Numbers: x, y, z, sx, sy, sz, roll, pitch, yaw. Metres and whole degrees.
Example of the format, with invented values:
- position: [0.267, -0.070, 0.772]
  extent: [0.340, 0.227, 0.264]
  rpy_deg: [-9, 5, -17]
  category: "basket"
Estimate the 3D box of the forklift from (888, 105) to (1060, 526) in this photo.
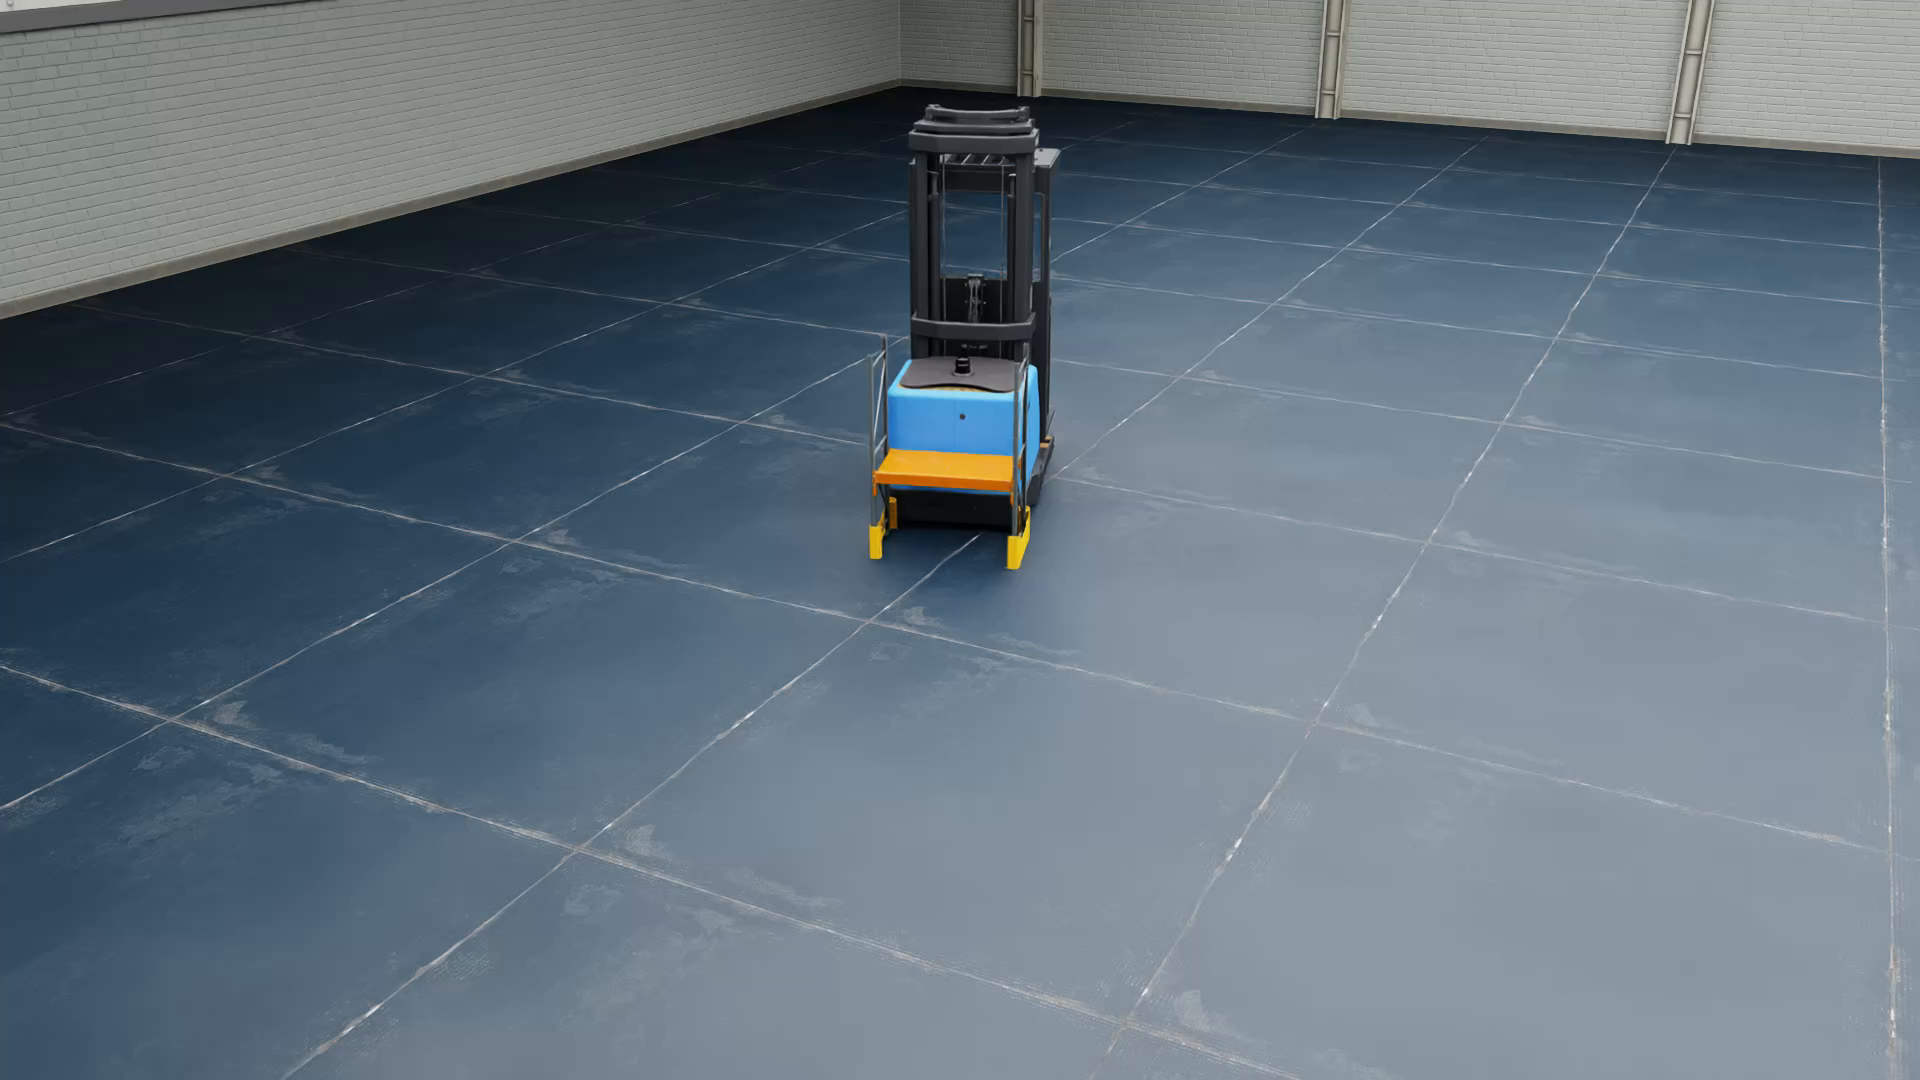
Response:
- position: [0.191, -1.996, 13.198]
  extent: [1.130, 2.935, 3.031]
  rpy_deg: [3, 23, 8]
  category: "forklift"

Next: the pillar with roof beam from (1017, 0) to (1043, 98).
- position: [-0.569, -11.433, 27.636]
  extent: [0.400, 9.000, 9.100]
  rpy_deg: [11, 25, 25]
  category: "pillar with roof beam"

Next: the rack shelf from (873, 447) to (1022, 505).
- position: [-0.077, -0.464, 11.884]
  extent: [1.000, 0.185, 0.538]
  rpy_deg: [4, 23, 9]
  category: "rack shelf"

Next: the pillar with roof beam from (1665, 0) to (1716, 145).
- position: [10.140, -9.314, 22.654]
  extent: [0.400, 9.000, 9.100]
  rpy_deg: [11, 25, 25]
  category: "pillar with roof beam"

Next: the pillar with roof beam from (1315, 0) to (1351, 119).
- position: [4.785, -10.374, 25.145]
  extent: [0.400, 9.000, 9.100]
  rpy_deg: [11, 25, 25]
  category: "pillar with roof beam"

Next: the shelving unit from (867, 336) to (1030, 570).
- position: [-0.068, -0.629, 11.812]
  extent: [1.083, 1.500, 0.587]
  rpy_deg: [4, 23, 9]
  category: "shelving unit"

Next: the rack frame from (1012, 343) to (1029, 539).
- position: [0.423, -0.595, 11.733]
  extent: [0.032, 1.500, 0.500]
  rpy_deg: [4, 23, 9]
  category: "rack frame"

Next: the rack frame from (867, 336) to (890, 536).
- position: [-0.578, -0.664, 11.895]
  extent: [0.032, 1.500, 0.500]
  rpy_deg: [4, 23, 9]
  category: "rack frame"

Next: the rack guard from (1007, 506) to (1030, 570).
- position: [0.422, -0.020, 11.978]
  extent: [0.087, 0.250, 0.587]
  rpy_deg: [4, 23, 9]
  category: "rack guard"

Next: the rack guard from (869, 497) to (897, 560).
- position: [-0.559, -0.088, 12.137]
  extent: [0.087, 0.250, 0.587]
  rpy_deg: [4, 23, 9]
  category: "rack guard"
